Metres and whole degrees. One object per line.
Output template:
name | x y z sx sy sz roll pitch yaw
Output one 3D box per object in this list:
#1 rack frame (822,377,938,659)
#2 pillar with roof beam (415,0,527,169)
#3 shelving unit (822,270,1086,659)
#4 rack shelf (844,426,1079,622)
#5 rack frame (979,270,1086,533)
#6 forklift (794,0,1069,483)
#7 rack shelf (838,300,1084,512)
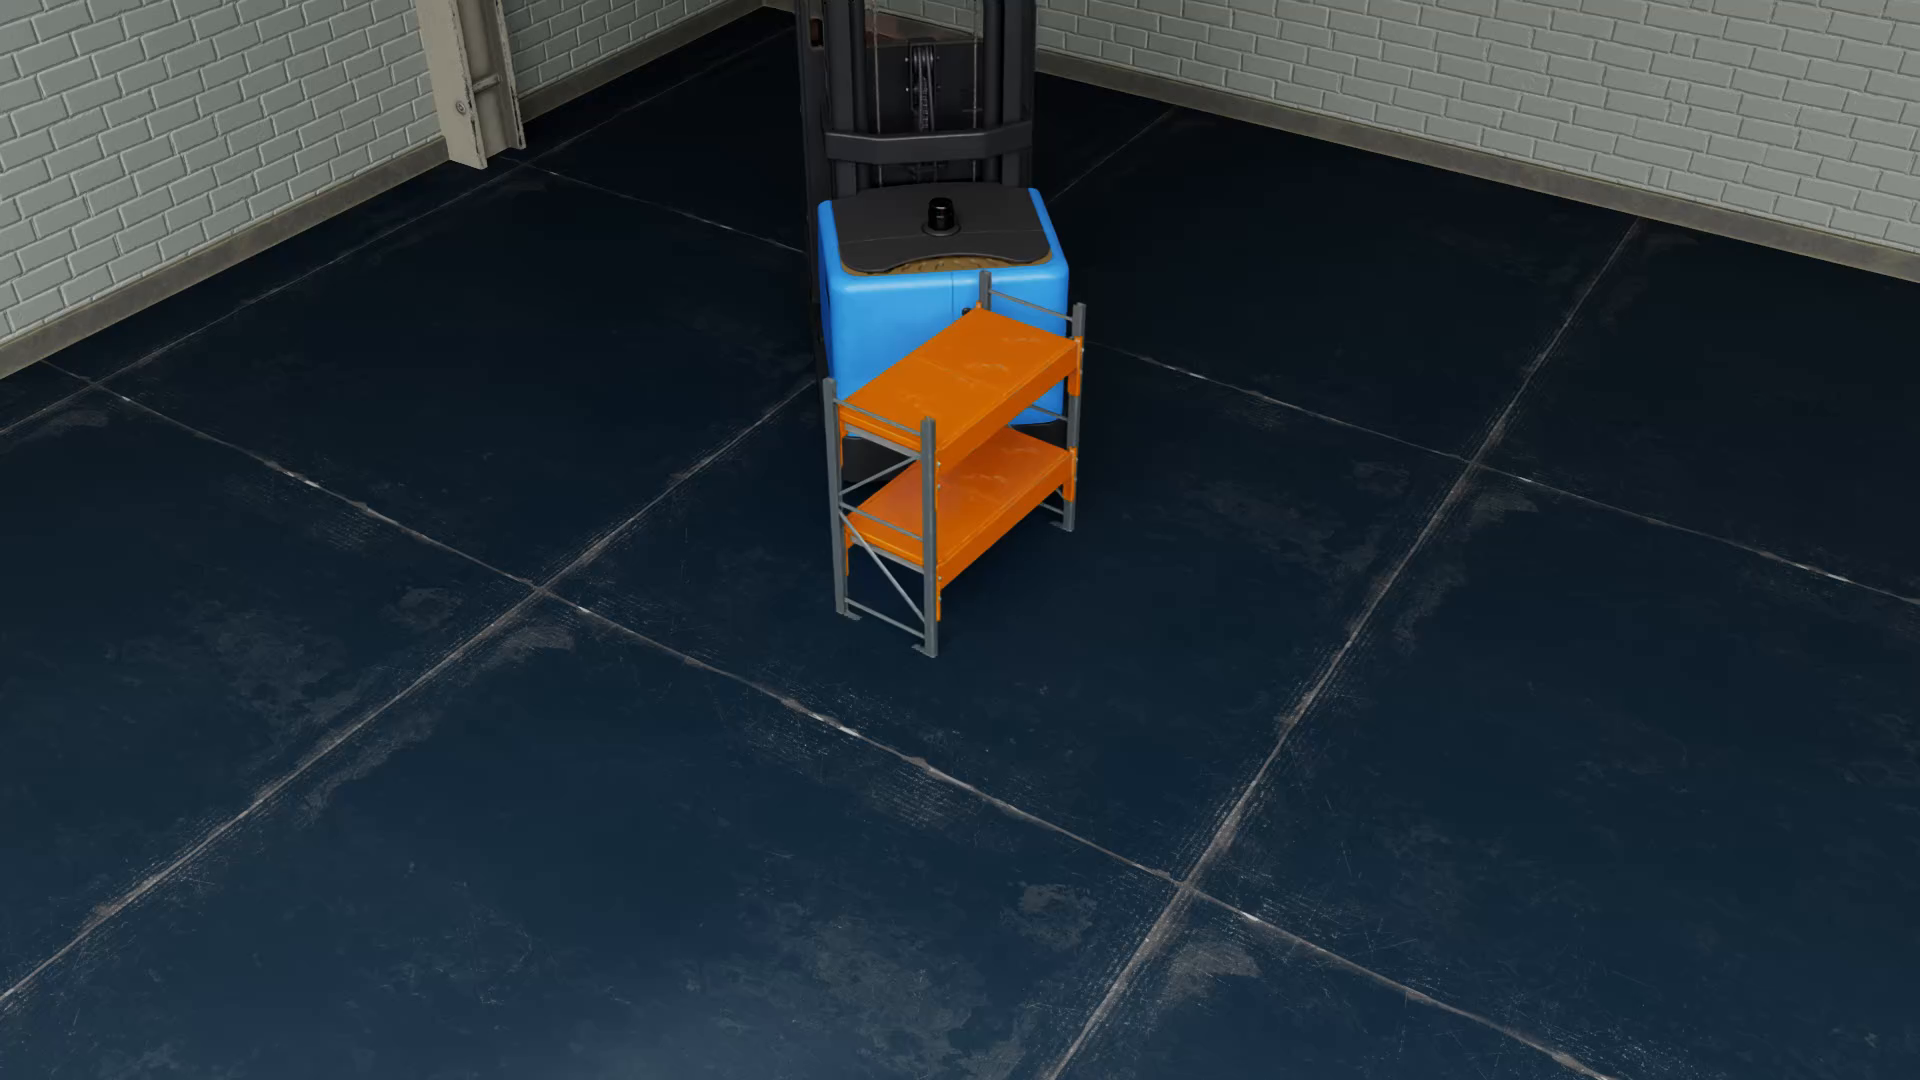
rack frame | -0.300 -0.067 6.416 0.500 1.125 0.032 24 43 27
pillar with roof beam | 0.677 -4.579 5.820 9.100 9.000 0.400 21 42 25
shelving unit | -0.005 -0.320 6.743 0.538 1.125 1.048 24 43 27
rack shelf | -0.005 -0.126 6.893 0.538 0.278 1.000 24 43 27
rack frame | 0.291 -0.572 7.071 0.500 1.125 0.032 24 43 27
forklift | -0.233 -2.310 7.846 1.130 2.935 3.031 -5 38 -6
rack shelf | -0.005 -0.551 6.565 0.538 0.278 1.000 24 43 27
